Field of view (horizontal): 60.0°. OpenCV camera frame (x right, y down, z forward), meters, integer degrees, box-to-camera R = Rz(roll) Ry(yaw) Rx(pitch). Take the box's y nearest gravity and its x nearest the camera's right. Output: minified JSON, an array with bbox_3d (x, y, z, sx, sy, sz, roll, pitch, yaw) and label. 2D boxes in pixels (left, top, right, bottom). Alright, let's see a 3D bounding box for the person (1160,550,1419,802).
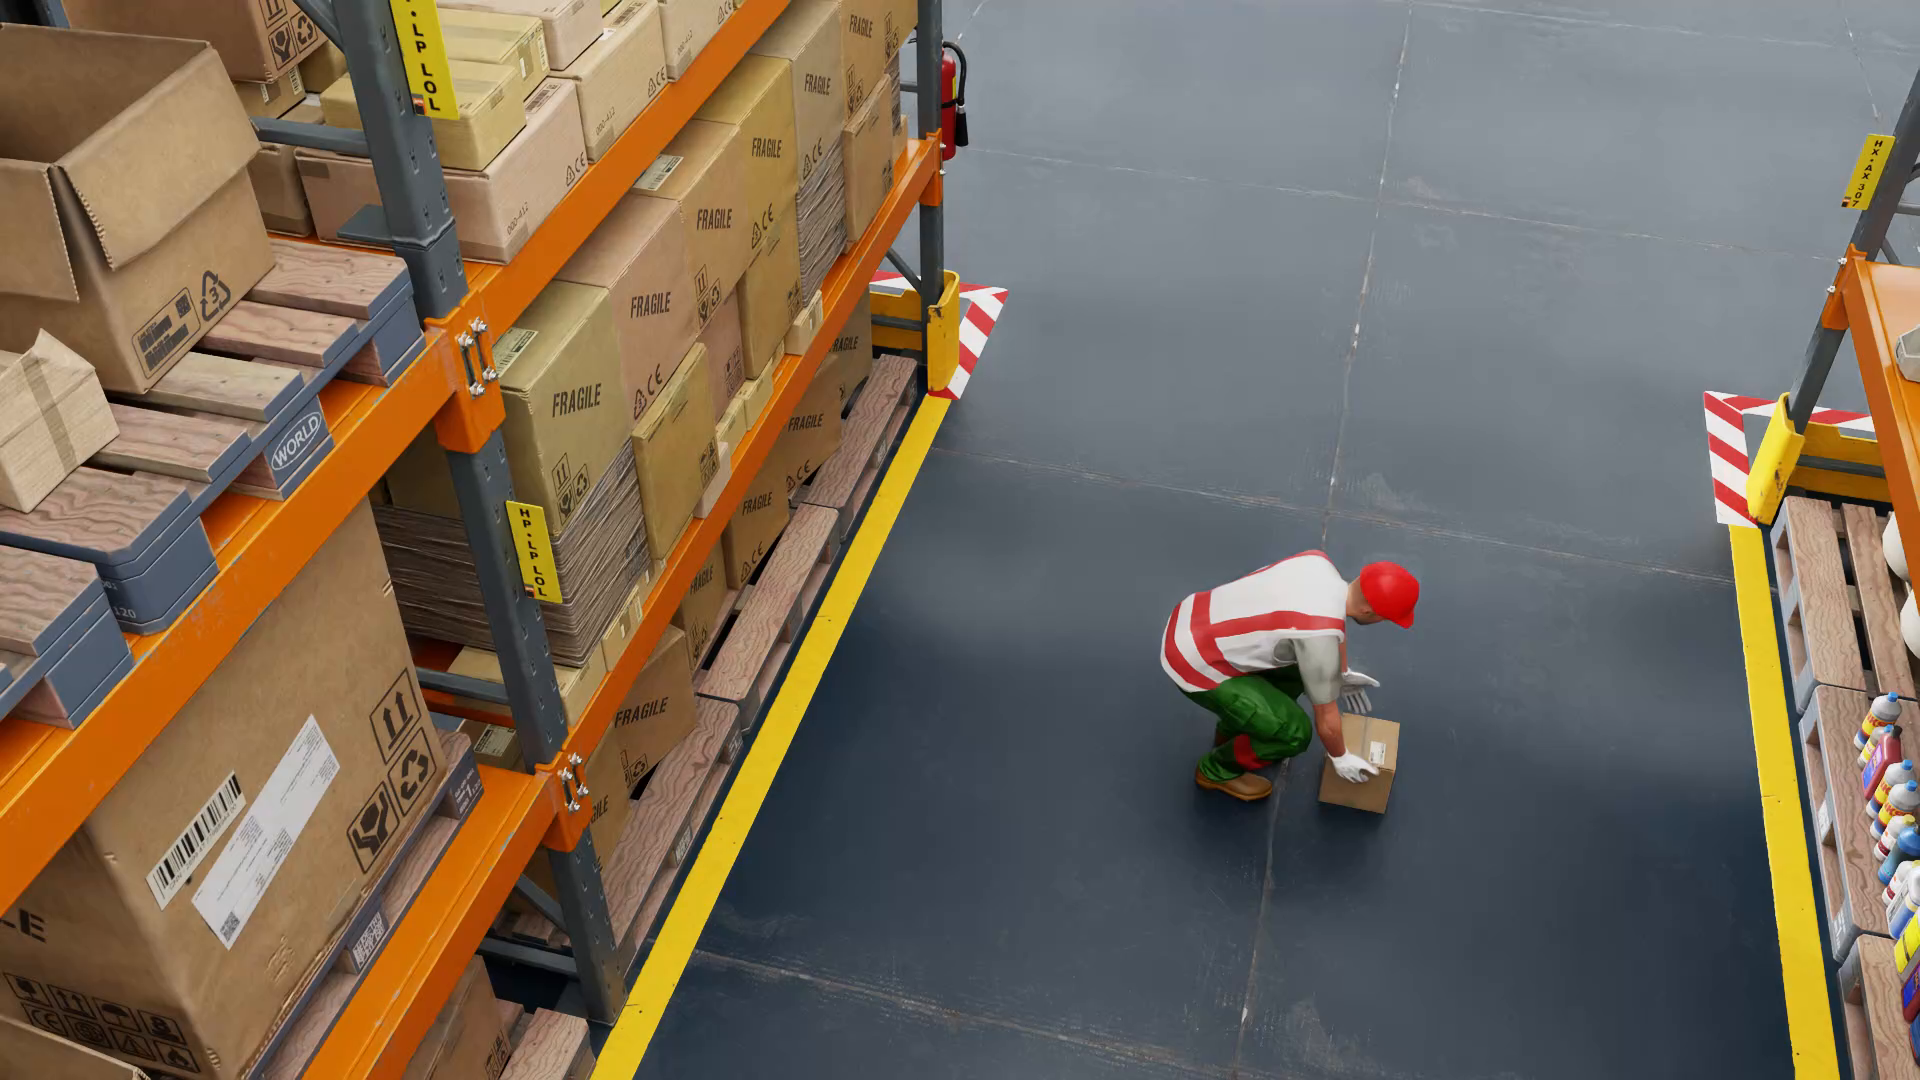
[{"bbox_3d":[1.183,0.460,6.161,0.869,1.065,0.579,10,42,11],"label":"person"}]
